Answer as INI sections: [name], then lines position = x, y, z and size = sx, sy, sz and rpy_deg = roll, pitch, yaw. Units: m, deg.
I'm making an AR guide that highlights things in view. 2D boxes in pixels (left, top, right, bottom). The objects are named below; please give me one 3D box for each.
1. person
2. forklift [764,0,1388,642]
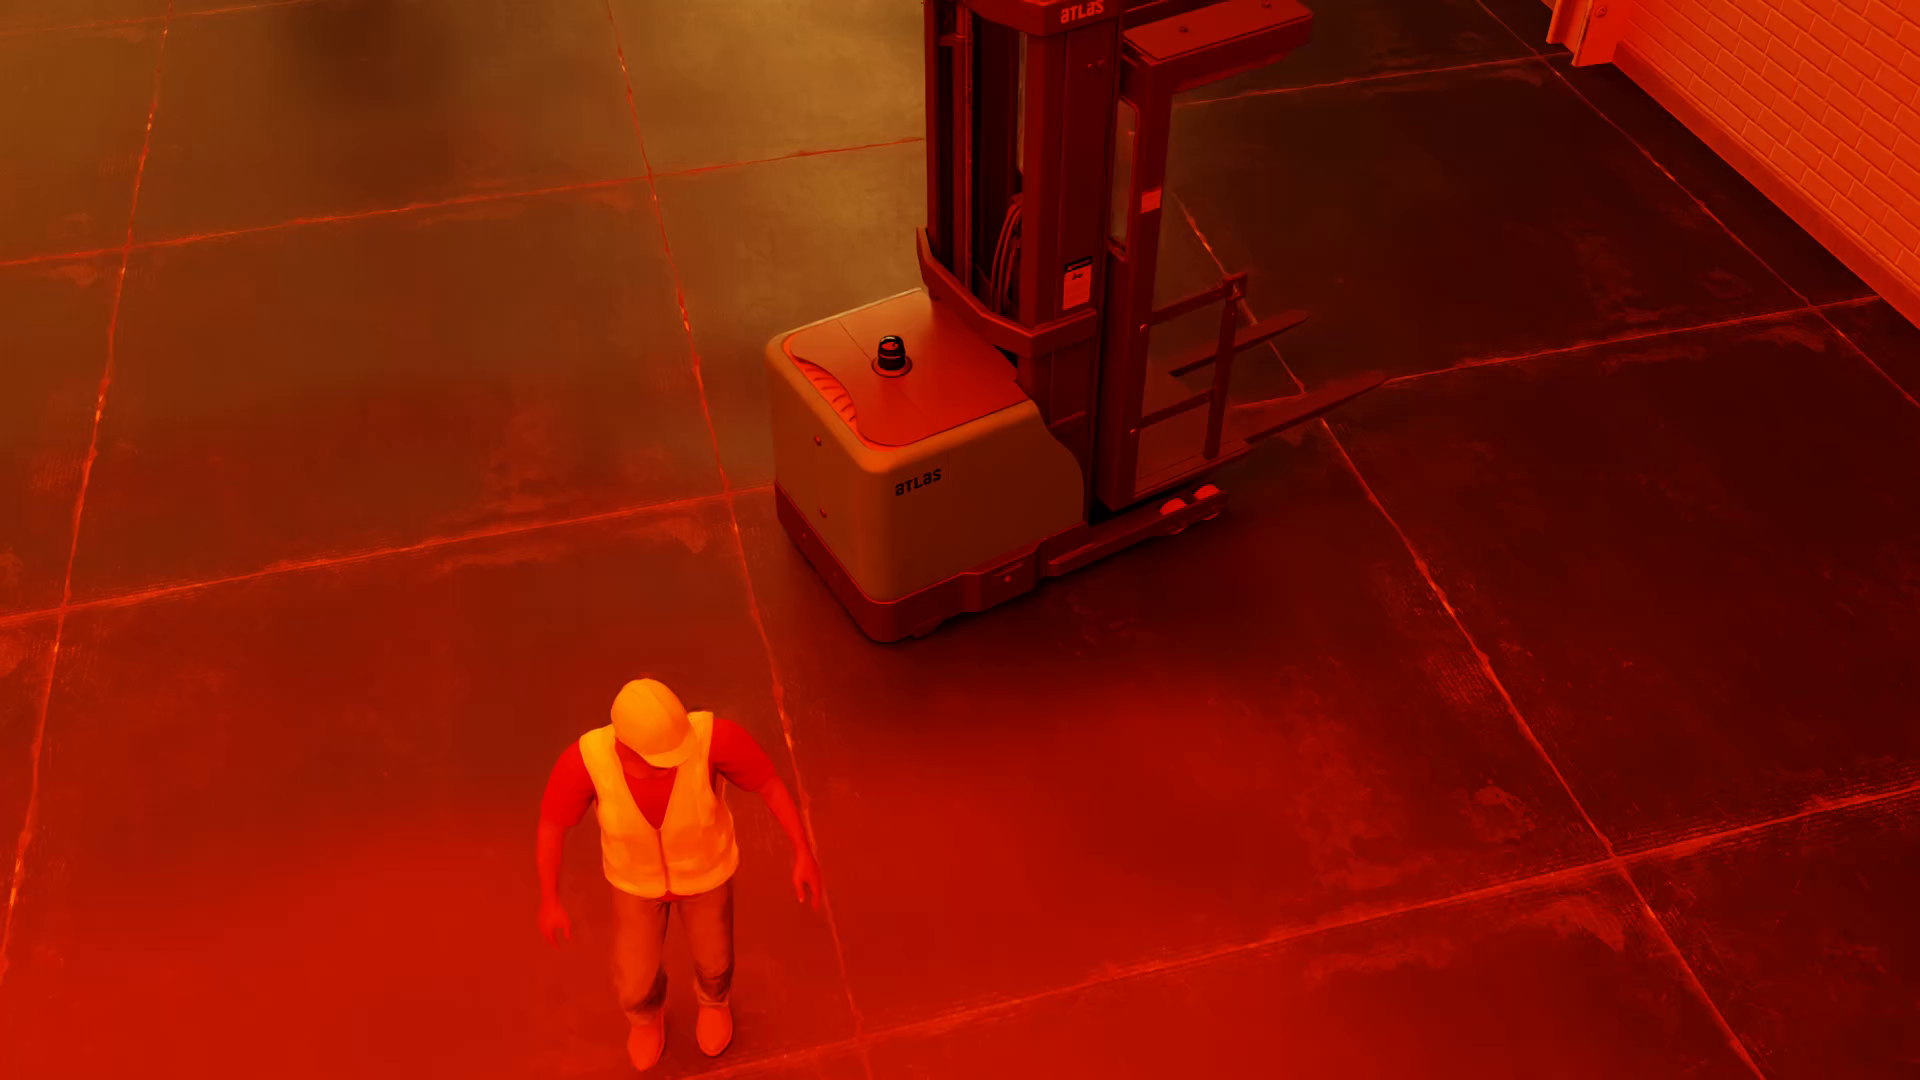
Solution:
[person]
position = -0.897, 1.104, 5.368
size = 0.907, 1.773, 0.501
rpy_deg = -4, 44, -5
[forklift]
position = 0.674, -1.384, 7.109
size = 3.031, 2.935, 1.130
rpy_deg = -22, 48, -22
